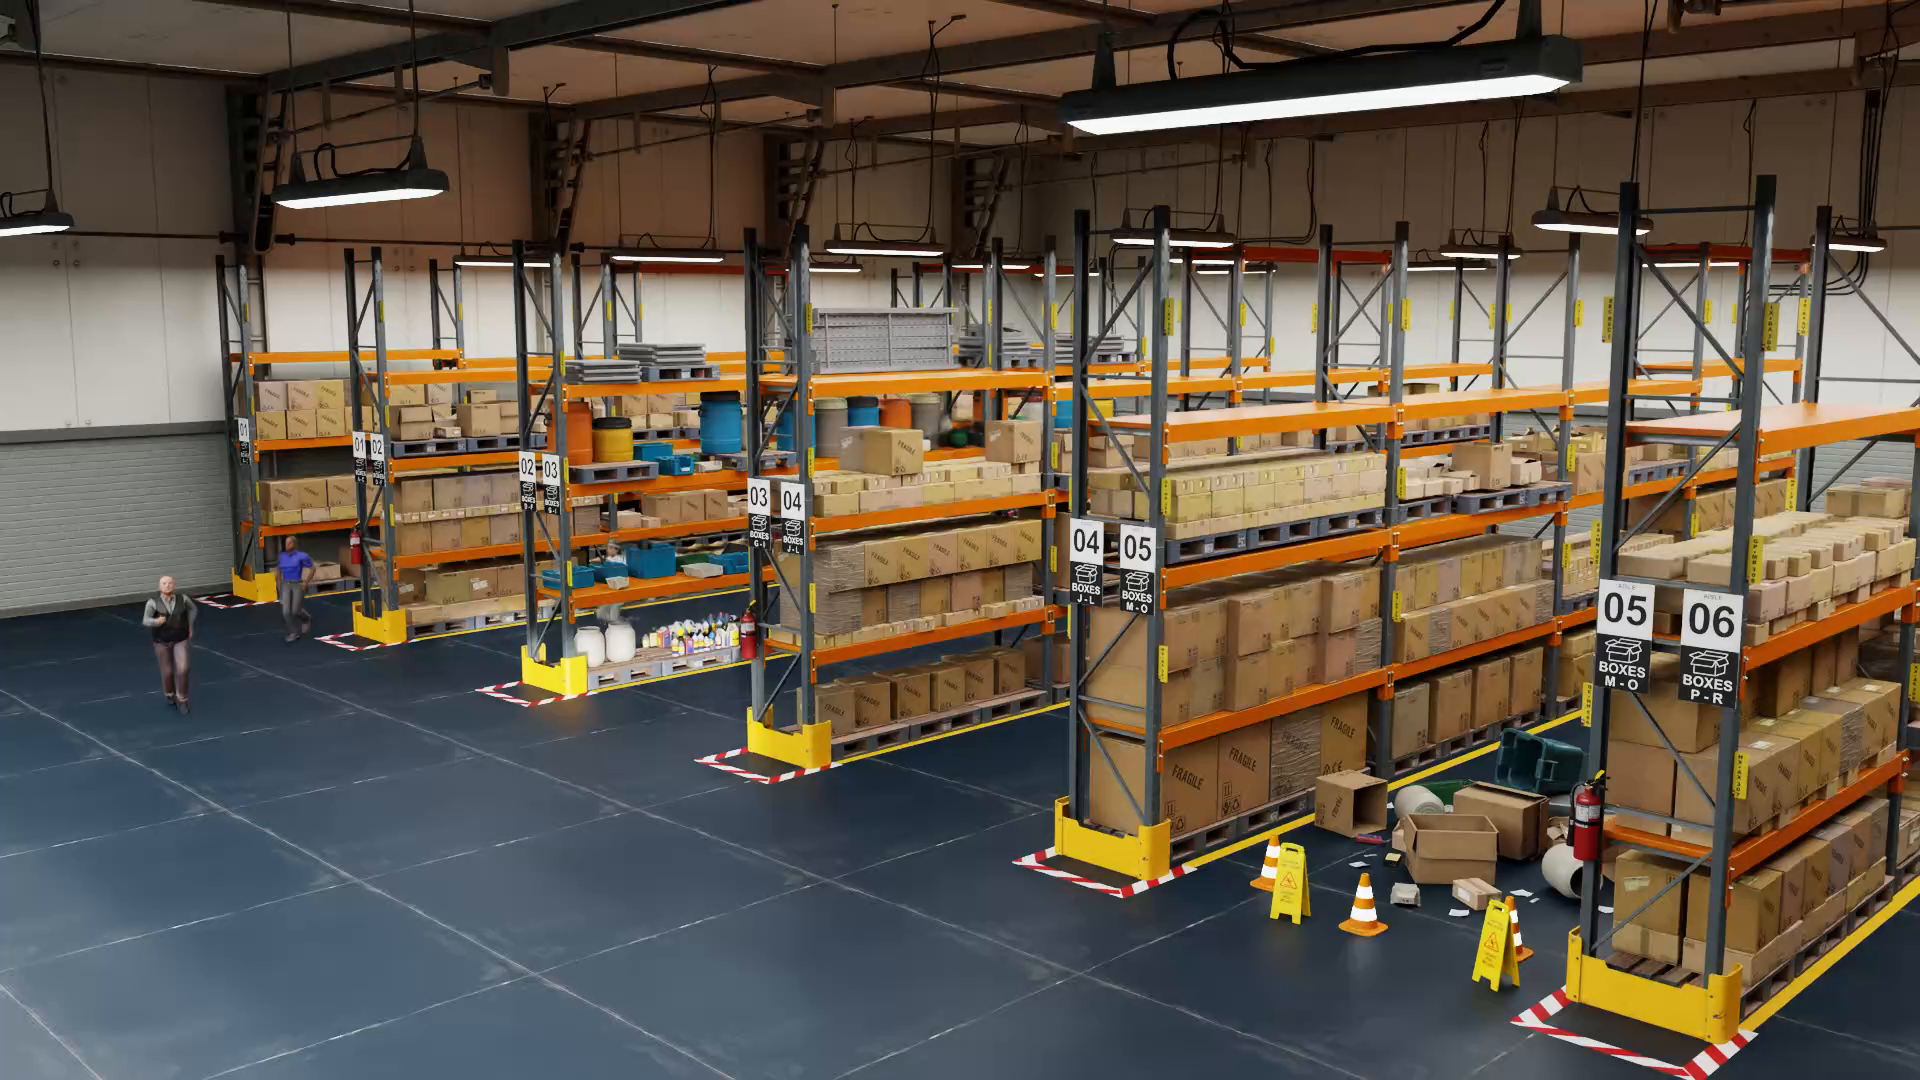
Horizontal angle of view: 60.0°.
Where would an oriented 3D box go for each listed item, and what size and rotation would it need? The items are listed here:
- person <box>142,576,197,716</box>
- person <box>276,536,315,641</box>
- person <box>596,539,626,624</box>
[{"bbox_3d":[-10.000,1.335,21.100,0.639,1.774,0.734,-4,9,-26],"label":"person"},{"bbox_3d":[-10.271,0.740,25.674,0.590,1.616,0.579,0,8,3],"label":"person"},{"bbox_3d":[-5.258,0.800,25.099,0.615,1.658,0.541,7,10,39],"label":"person"}]
